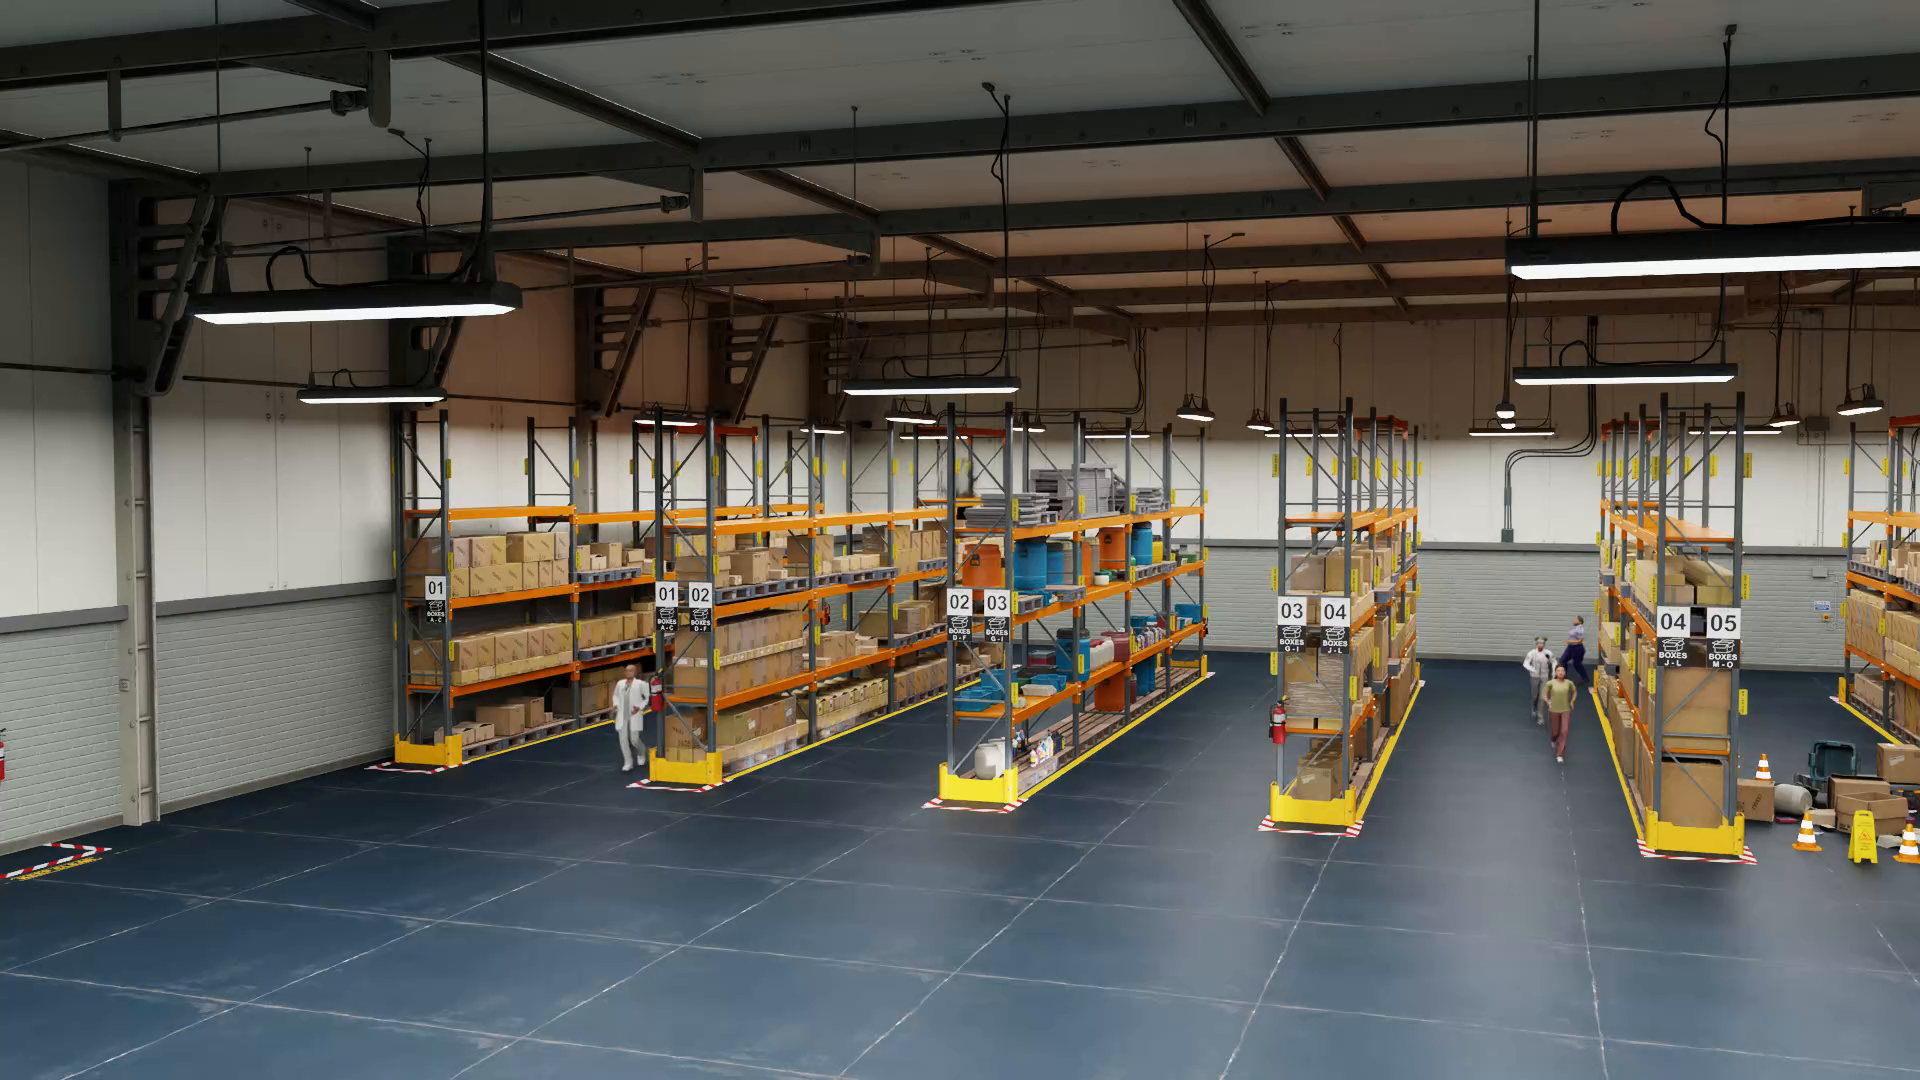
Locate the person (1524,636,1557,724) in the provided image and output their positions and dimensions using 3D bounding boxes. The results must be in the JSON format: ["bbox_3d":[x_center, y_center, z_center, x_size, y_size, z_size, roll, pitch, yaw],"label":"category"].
[{"bbox_3d":[11.494,2.748,32.934,0.637,1.712,0.815,1,3,18],"label":"person"}]

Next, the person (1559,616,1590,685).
[{"bbox_3d":[14.098,2.557,38.105,0.824,1.641,0.601,0,2,-6],"label":"person"}]

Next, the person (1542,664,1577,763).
[{"bbox_3d":[10.333,2.964,28.635,0.579,1.654,0.791,1,3,14],"label":"person"}]

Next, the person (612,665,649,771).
[{"bbox_3d":[-5.477,2.936,27.698,0.723,1.722,0.697,0,2,9],"label":"person"}]
